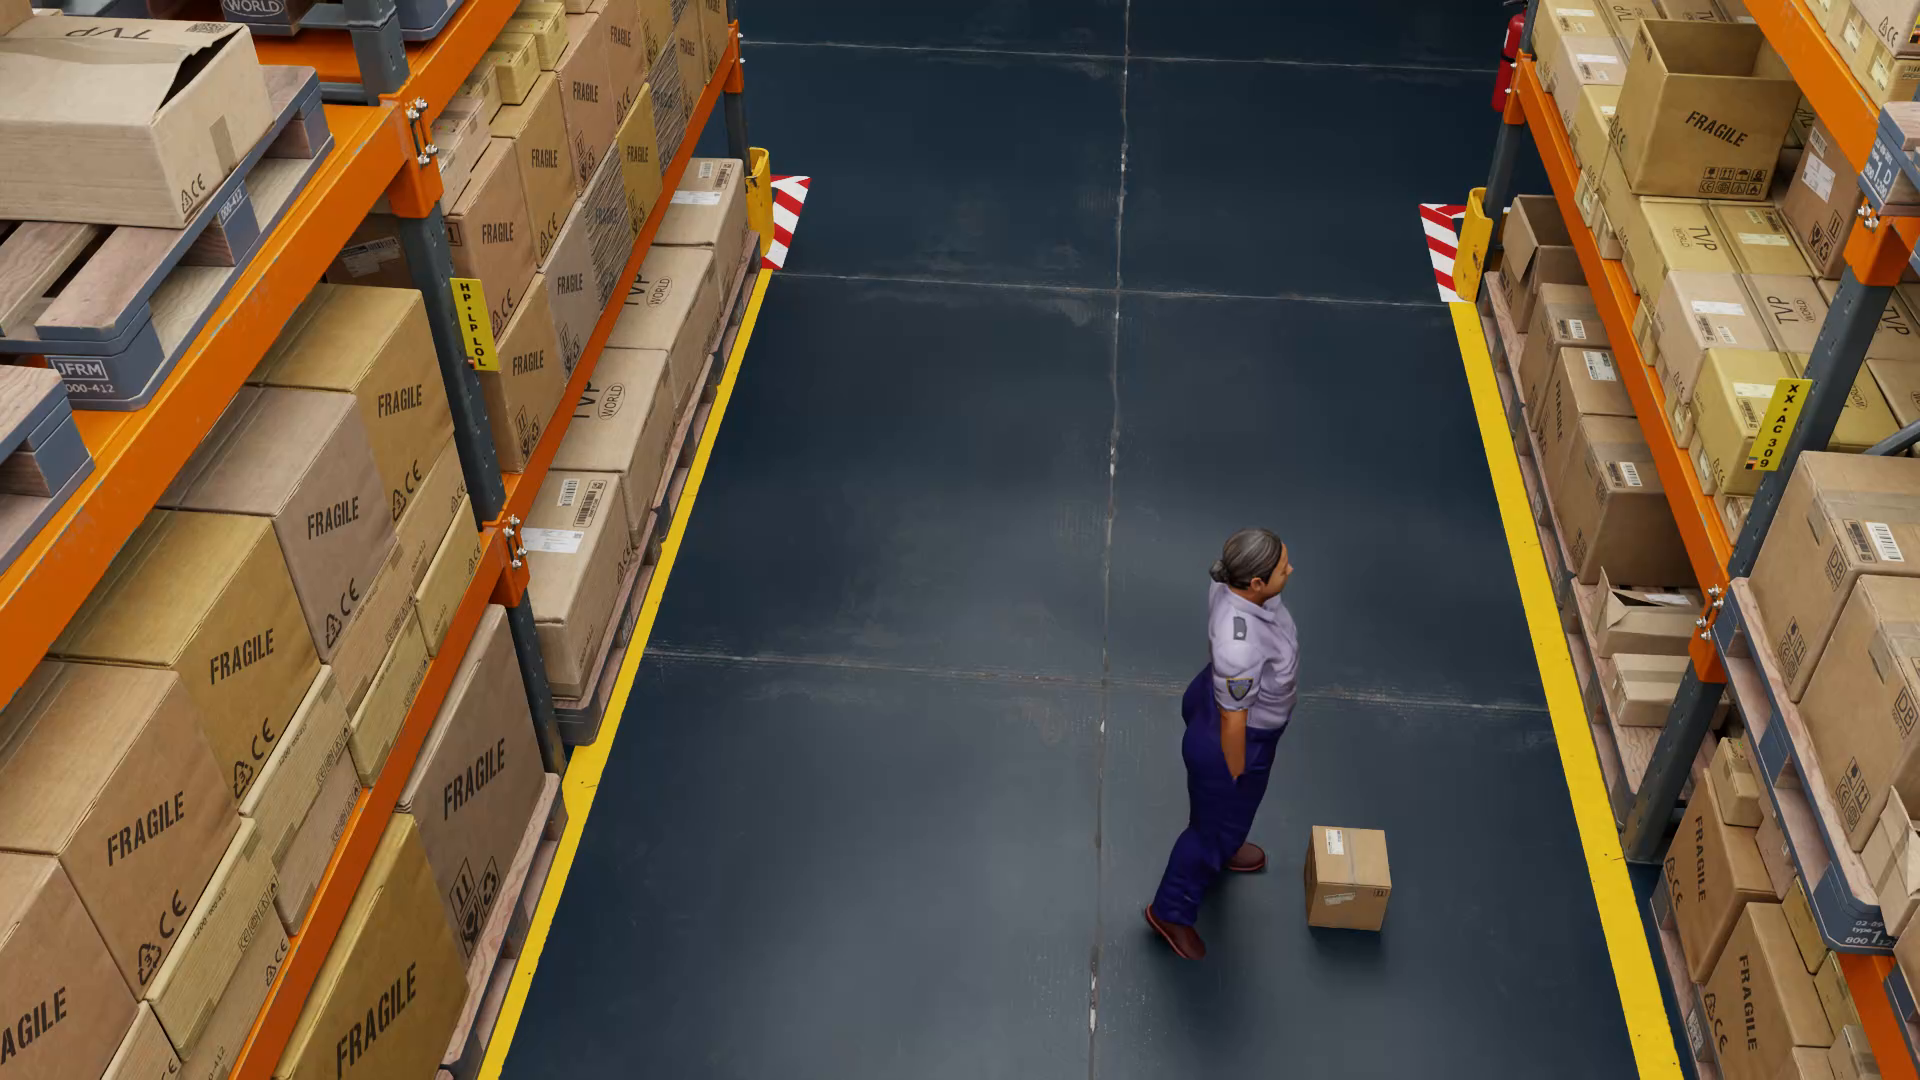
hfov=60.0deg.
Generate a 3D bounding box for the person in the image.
[{"bbox_3d":[0.876,0.667,5.430,0.440,1.716,0.579,4,40,4],"label":"person"}]
